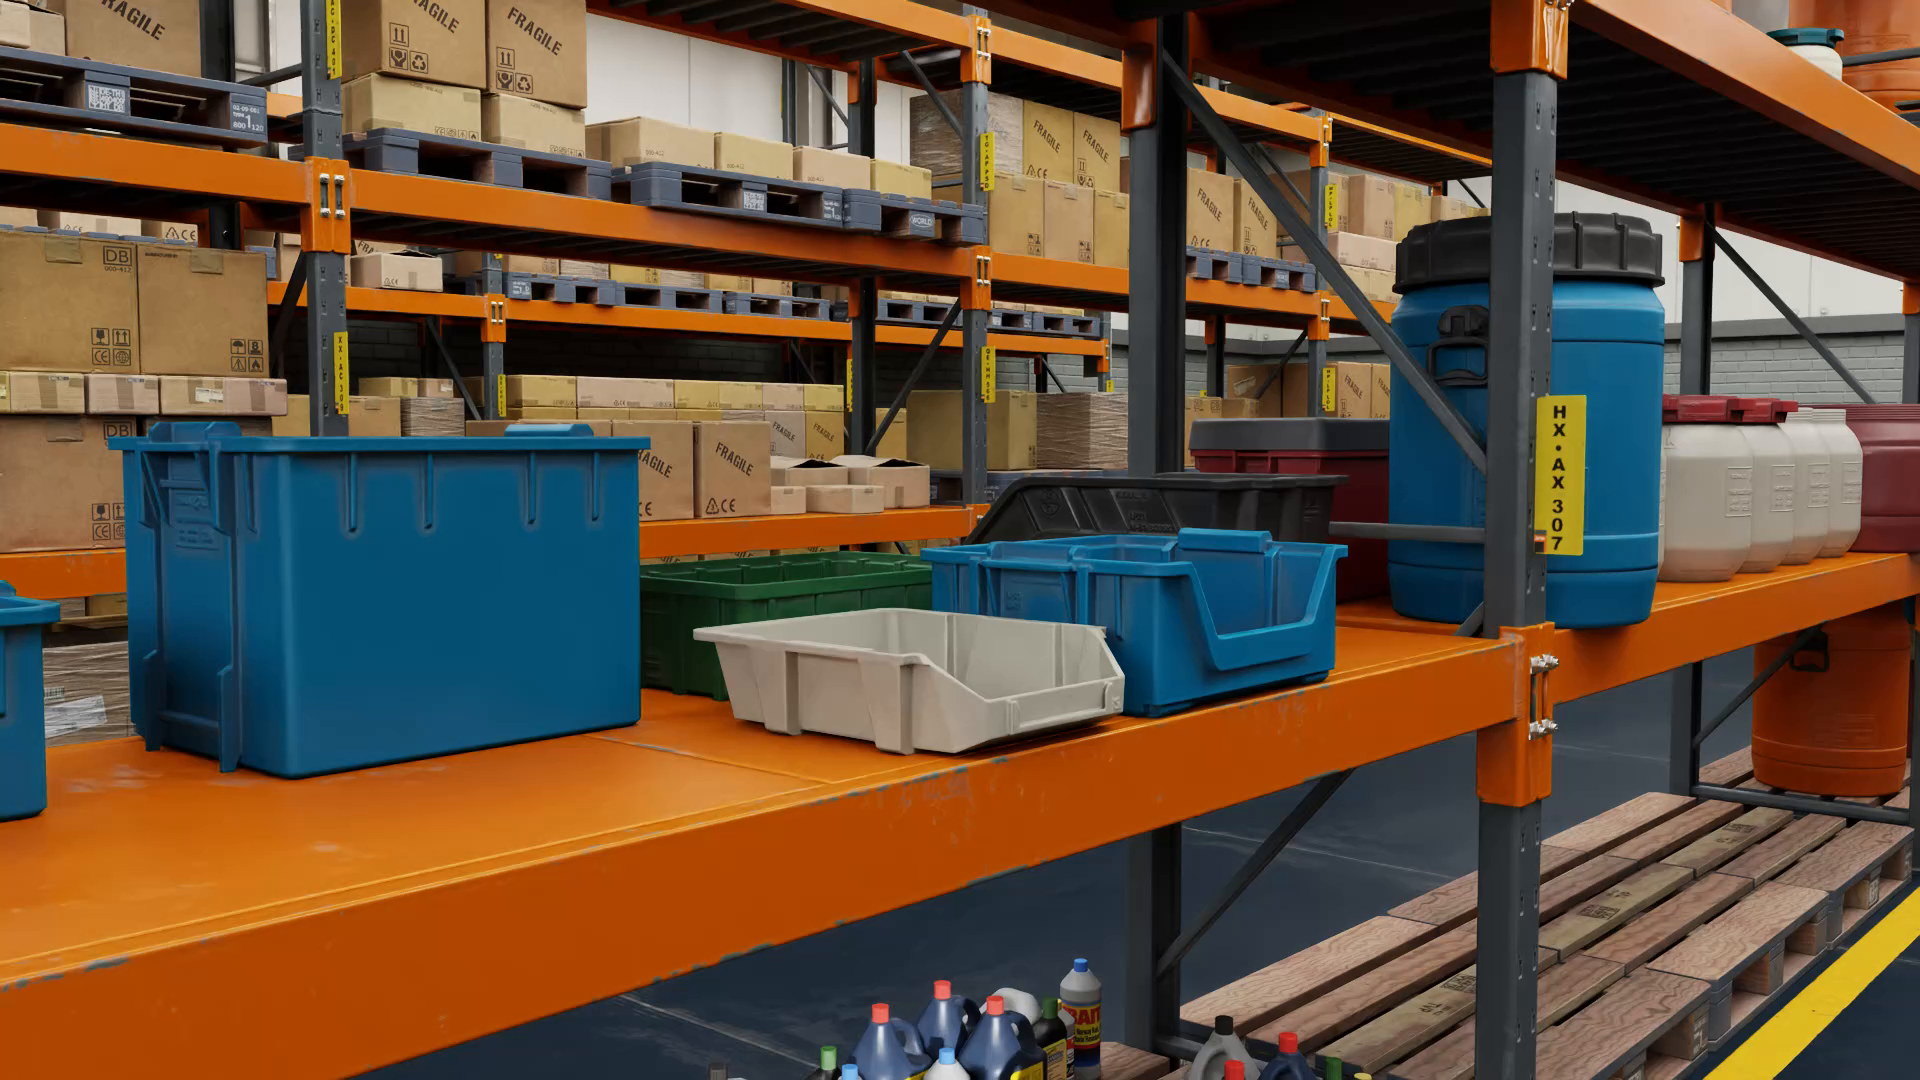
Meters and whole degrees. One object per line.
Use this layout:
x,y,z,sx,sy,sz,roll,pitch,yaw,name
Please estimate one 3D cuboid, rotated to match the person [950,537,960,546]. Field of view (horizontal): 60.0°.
0.240,-0.037,14.042,0.569,1.760,0.641,-3,4,-36,person
